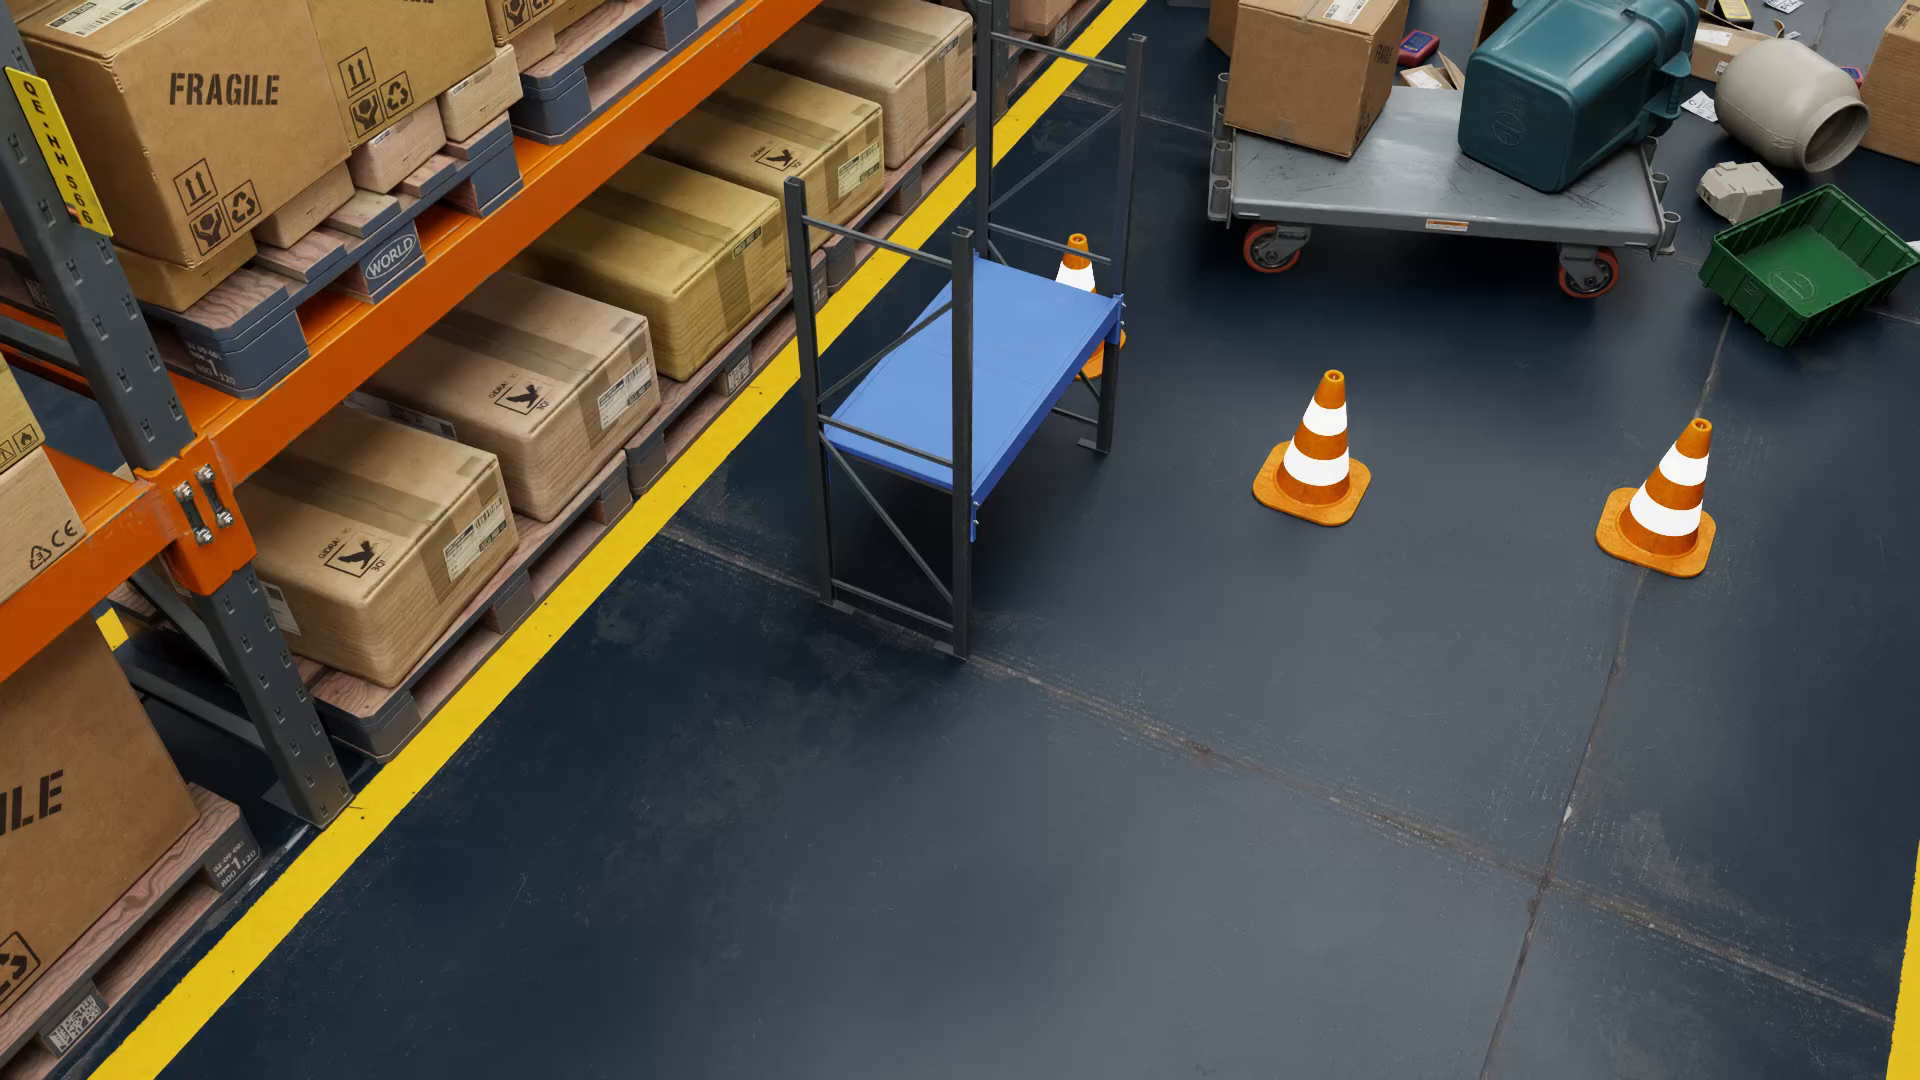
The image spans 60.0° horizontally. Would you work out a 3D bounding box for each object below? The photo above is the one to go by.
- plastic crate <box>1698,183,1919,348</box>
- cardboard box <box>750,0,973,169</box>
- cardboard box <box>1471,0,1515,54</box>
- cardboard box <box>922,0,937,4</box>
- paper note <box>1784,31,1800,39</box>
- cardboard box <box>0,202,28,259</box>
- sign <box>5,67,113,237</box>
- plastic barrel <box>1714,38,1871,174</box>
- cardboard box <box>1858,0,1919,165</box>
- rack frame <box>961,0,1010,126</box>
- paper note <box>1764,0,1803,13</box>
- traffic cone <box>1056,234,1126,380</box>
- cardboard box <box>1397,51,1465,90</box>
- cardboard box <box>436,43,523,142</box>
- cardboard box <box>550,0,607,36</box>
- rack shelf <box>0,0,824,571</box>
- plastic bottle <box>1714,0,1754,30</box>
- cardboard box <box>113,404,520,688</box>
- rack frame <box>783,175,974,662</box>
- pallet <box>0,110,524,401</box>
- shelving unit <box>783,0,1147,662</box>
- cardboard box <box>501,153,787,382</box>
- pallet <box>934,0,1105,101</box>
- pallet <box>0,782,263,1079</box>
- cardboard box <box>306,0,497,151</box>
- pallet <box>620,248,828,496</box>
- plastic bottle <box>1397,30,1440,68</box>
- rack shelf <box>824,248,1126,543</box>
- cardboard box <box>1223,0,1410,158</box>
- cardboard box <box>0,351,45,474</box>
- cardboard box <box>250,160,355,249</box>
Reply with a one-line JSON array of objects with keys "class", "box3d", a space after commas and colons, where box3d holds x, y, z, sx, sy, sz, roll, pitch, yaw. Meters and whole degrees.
[{"class": "plastic crate", "box3d": [3.083, -0.996, 6.062, 0.662, 0.188, 0.450, -24, 60, -22]}, {"class": "cardboard box", "box3d": [-0.509, -1.886, 6.557, 0.950, 0.372, 0.625, 21, 49, 20]}, {"class": "cardboard box", "box3d": [2.589, -2.149, 6.925, 0.797, 0.637, 0.503, 20, 49, 19]}, {"class": "cardboard box", "box3d": [-0.232, -2.635, 7.384, 0.500, 0.250, 0.500, 23, 50, 21]}, {"class": "paper note", "box3d": [3.730, -2.267, 7.483, 0.123, 0.001, 0.032, -24, 50, -22]}, {"class": "cardboard box", "box3d": [-2.181, -0.817, 3.830, 0.380, 0.149, 0.250, 22, 49, 20]}, {"class": "sign", "box3d": [-1.632, -0.699, 3.018, 0.100, 0.325, 0.005, 20, 49, 19]}, {"class": "plastic barrel", "box3d": [3.331, -1.738, 6.670, 0.421, 0.421, 0.512, -16, 48, -15]}, {"class": "cardboard box", "box3d": [3.975, -1.861, 6.736, 0.500, 0.500, 0.500, 29, 52, 25]}, {"class": "rack frame", "box3d": [-0.268, -2.993, 6.099, 1.000, 3.000, 0.127, 20, 49, 19]}, {"class": "paper note", "box3d": [3.808, -2.497, 7.698, 0.142, 0.017, 0.144, -33, 54, -28]}, {"class": "traffic cone", "box3d": [0.396, -0.858, 5.773, 0.336, 0.463, 0.334, 20, 49, 19]}, {"class": "cardboard box", "box3d": [2.011, -1.837, 6.879, 0.258, 0.266, 0.396, -9, 46, -9]}, {"class": "cardboard box", "box3d": [-1.335, -1.167, 4.175, 0.380, 0.149, 0.250, 21, 49, 19]}, {"class": "cardboard box", "box3d": [-1.195, -1.535, 4.540, 0.380, 0.149, 0.250, 22, 49, 21]}, {"class": "rack shelf", "box3d": [-1.197, -1.480, 5.110, 1.077, 0.370, 4.000, 20, 49, 19]}, {"class": "plastic bottle", "box3d": [3.520, -2.369, 7.548, 0.133, 0.061, 0.283, 5, 46, 5]}, {"class": "cardboard box", "box3d": [-1.854, -0.050, 4.743, 0.950, 0.372, 0.625, 17, 48, 16]}, {"class": "rack frame", "box3d": [-0.196, -0.261, 4.453, 0.500, 1.500, 0.032, 20, 49, 19]}, {"class": "pallet", "box3d": [-1.889, -0.890, 4.156, 1.213, 0.211, 1.003, 20, 49, 19]}, {"class": "shelving unit", "box3d": [0.040, -0.581, 4.770, 0.538, 1.500, 1.048, 20, 49, 19]}, {"class": "cardboard box", "box3d": [-1.161, -0.993, 5.675, 0.950, 0.372, 0.625, 22, 49, 20]}, {"class": "pallet", "box3d": [0.012, -2.448, 7.521, 1.003, 0.211, 1.213, 20, 49, 19]}, {"class": "pallet", "box3d": [-2.558, 0.979, 4.134, 1.003, 0.211, 1.213, 20, 49, 19]}, {"class": "cardboard box", "box3d": [-1.475, -1.298, 3.850, 0.500, 0.500, 0.500, 23, 50, 21]}, {"class": "pallet", "box3d": [-1.193, -0.751, 5.843, 1.003, 0.211, 1.213, 20, 49, 19]}, {"class": "plastic bottle", "box3d": [1.992, -2.154, 7.336, 0.133, 0.061, 0.283, 29, 52, 25]}, {"class": "rack shelf", "box3d": [0.040, -0.455, 4.898, 0.538, 0.185, 1.000, 20, 49, 19]}, {"class": "cardboard box", "box3d": [1.322, -1.812, 6.157, 0.500, 0.500, 0.500, 20, 49, 19]}, {"class": "cardboard box", "box3d": [-2.125, -0.207, 3.100, 0.500, 0.250, 0.500, 20, 49, 19]}, {"class": "cardboard box", "box3d": [-1.648, -0.843, 3.856, 0.380, 0.149, 0.250, 18, 48, 17]}]
